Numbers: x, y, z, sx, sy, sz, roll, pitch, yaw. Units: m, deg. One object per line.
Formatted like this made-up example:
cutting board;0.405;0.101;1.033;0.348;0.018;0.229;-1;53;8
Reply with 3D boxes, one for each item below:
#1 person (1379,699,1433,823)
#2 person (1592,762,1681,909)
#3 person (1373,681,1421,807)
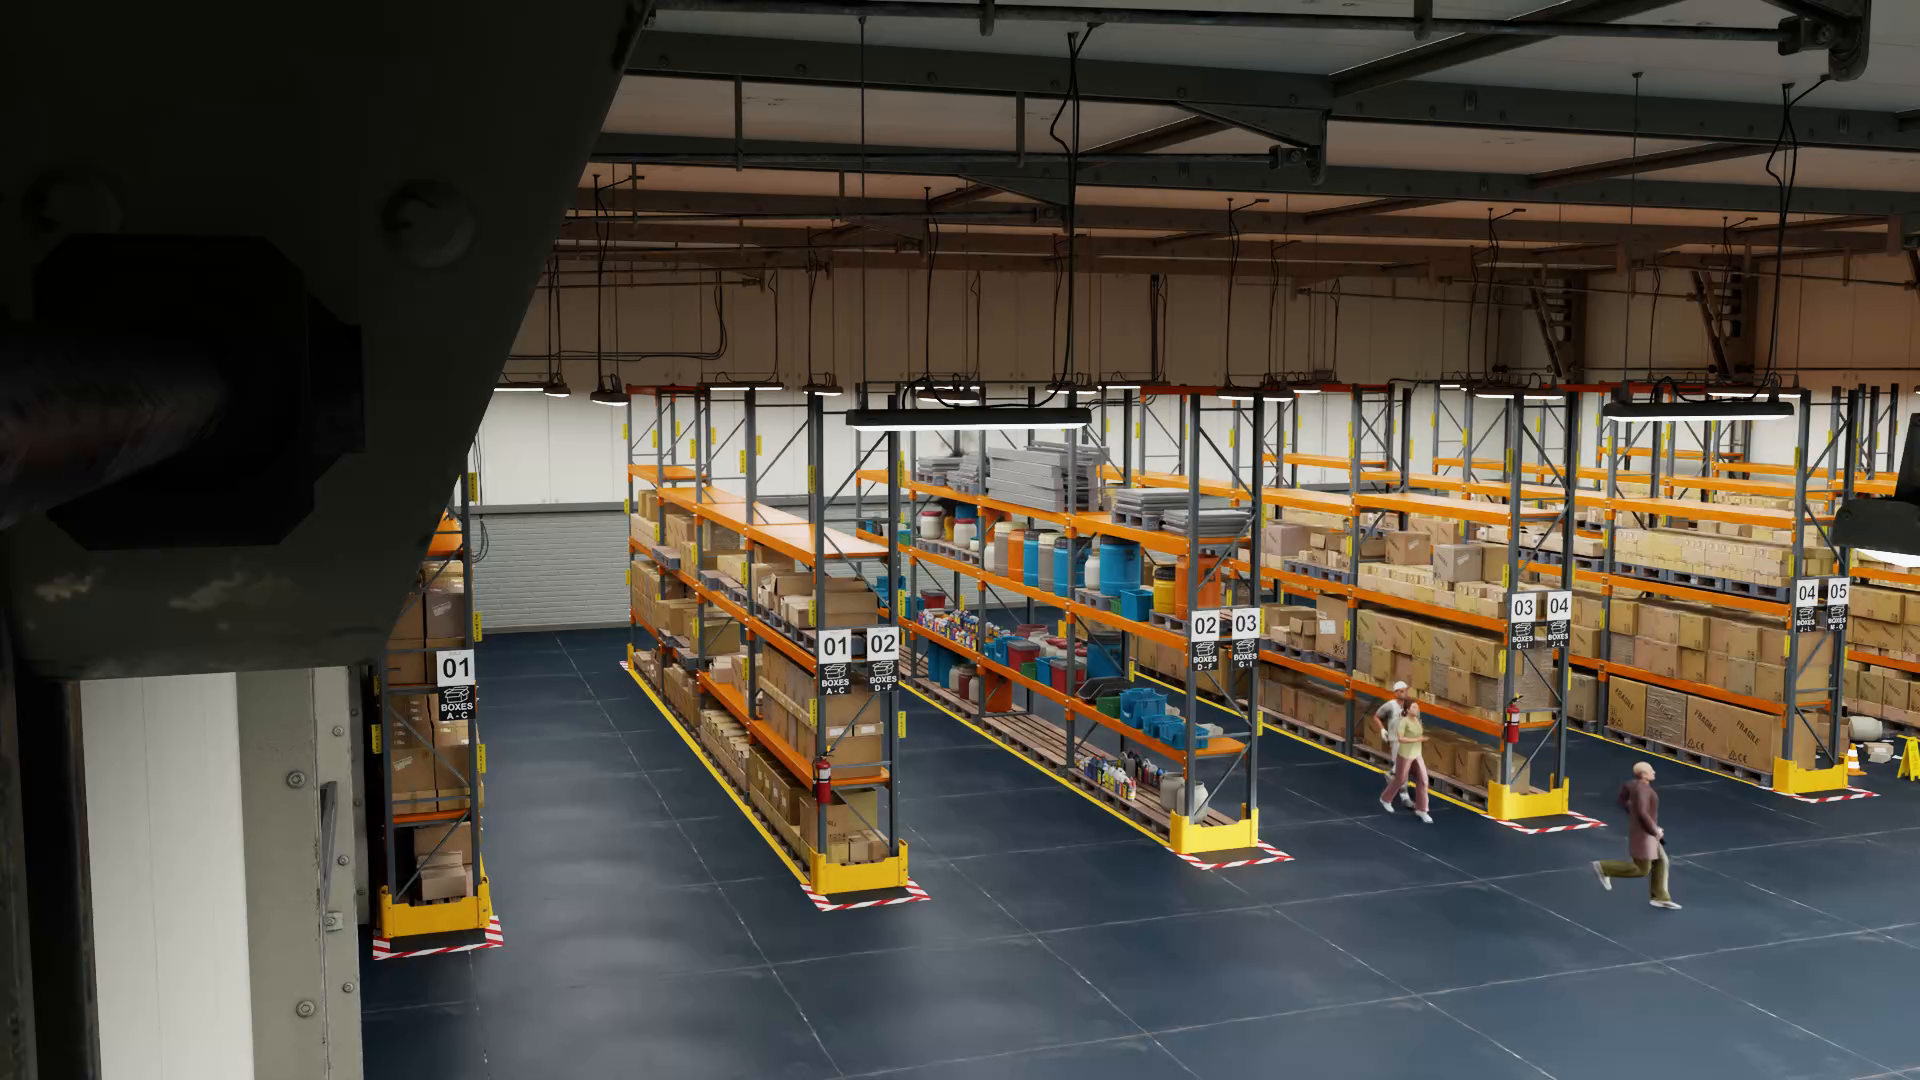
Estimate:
person;6.279;3.074;23.398;0.576;1.721;0.831;-4;7;-37
person;7.981;3.474;19.548;1.020;1.760;0.701;2;6;15
person;6.415;2.938;24.243;0.668;1.768;0.963;-2;6;-17
